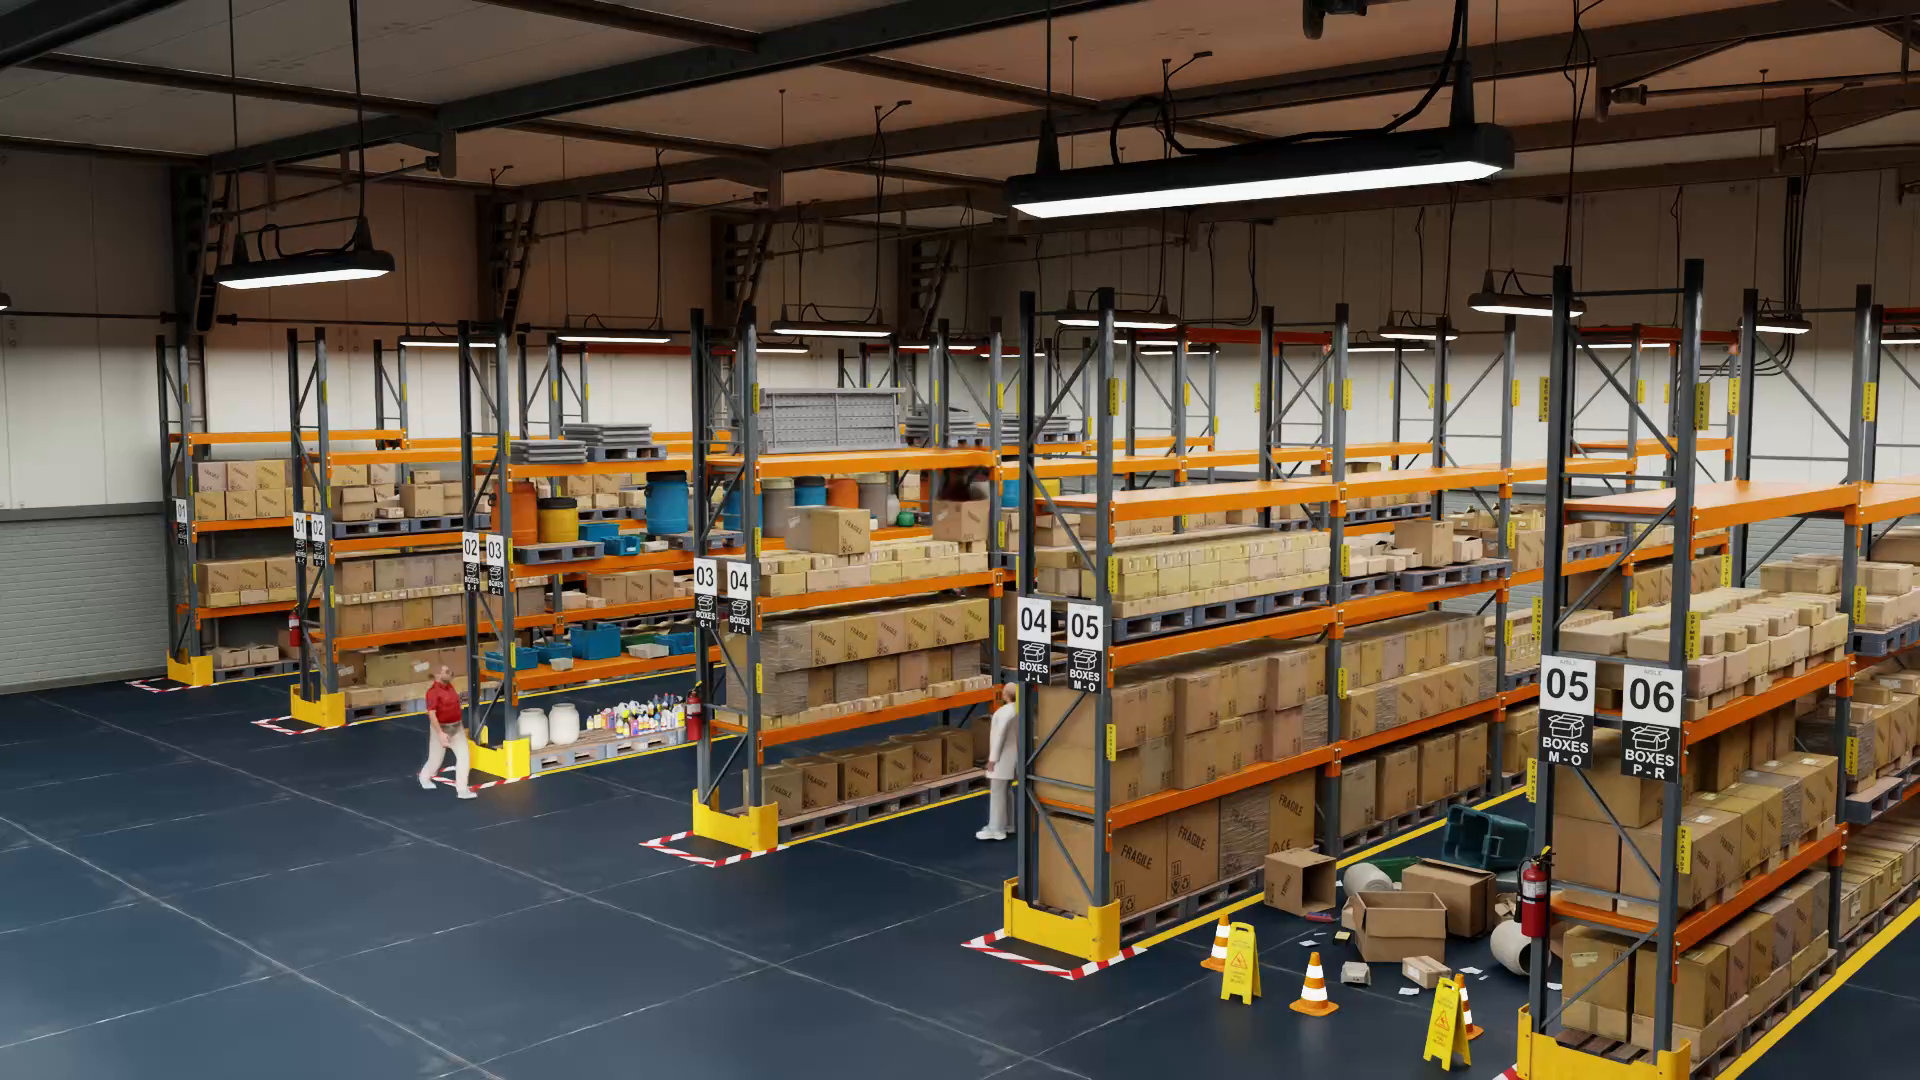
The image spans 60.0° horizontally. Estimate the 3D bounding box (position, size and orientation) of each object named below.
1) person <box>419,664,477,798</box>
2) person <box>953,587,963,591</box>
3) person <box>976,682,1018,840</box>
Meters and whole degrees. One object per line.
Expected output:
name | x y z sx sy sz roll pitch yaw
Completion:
person | -6.446 2.376 20.771 0.544 1.670 1.005 -5 8 -44
person | -0.020 0.697 38.196 0.595 1.755 0.438 -5 7 -44
person | 0.461 2.529 19.020 0.498 1.703 0.602 1 5 12
